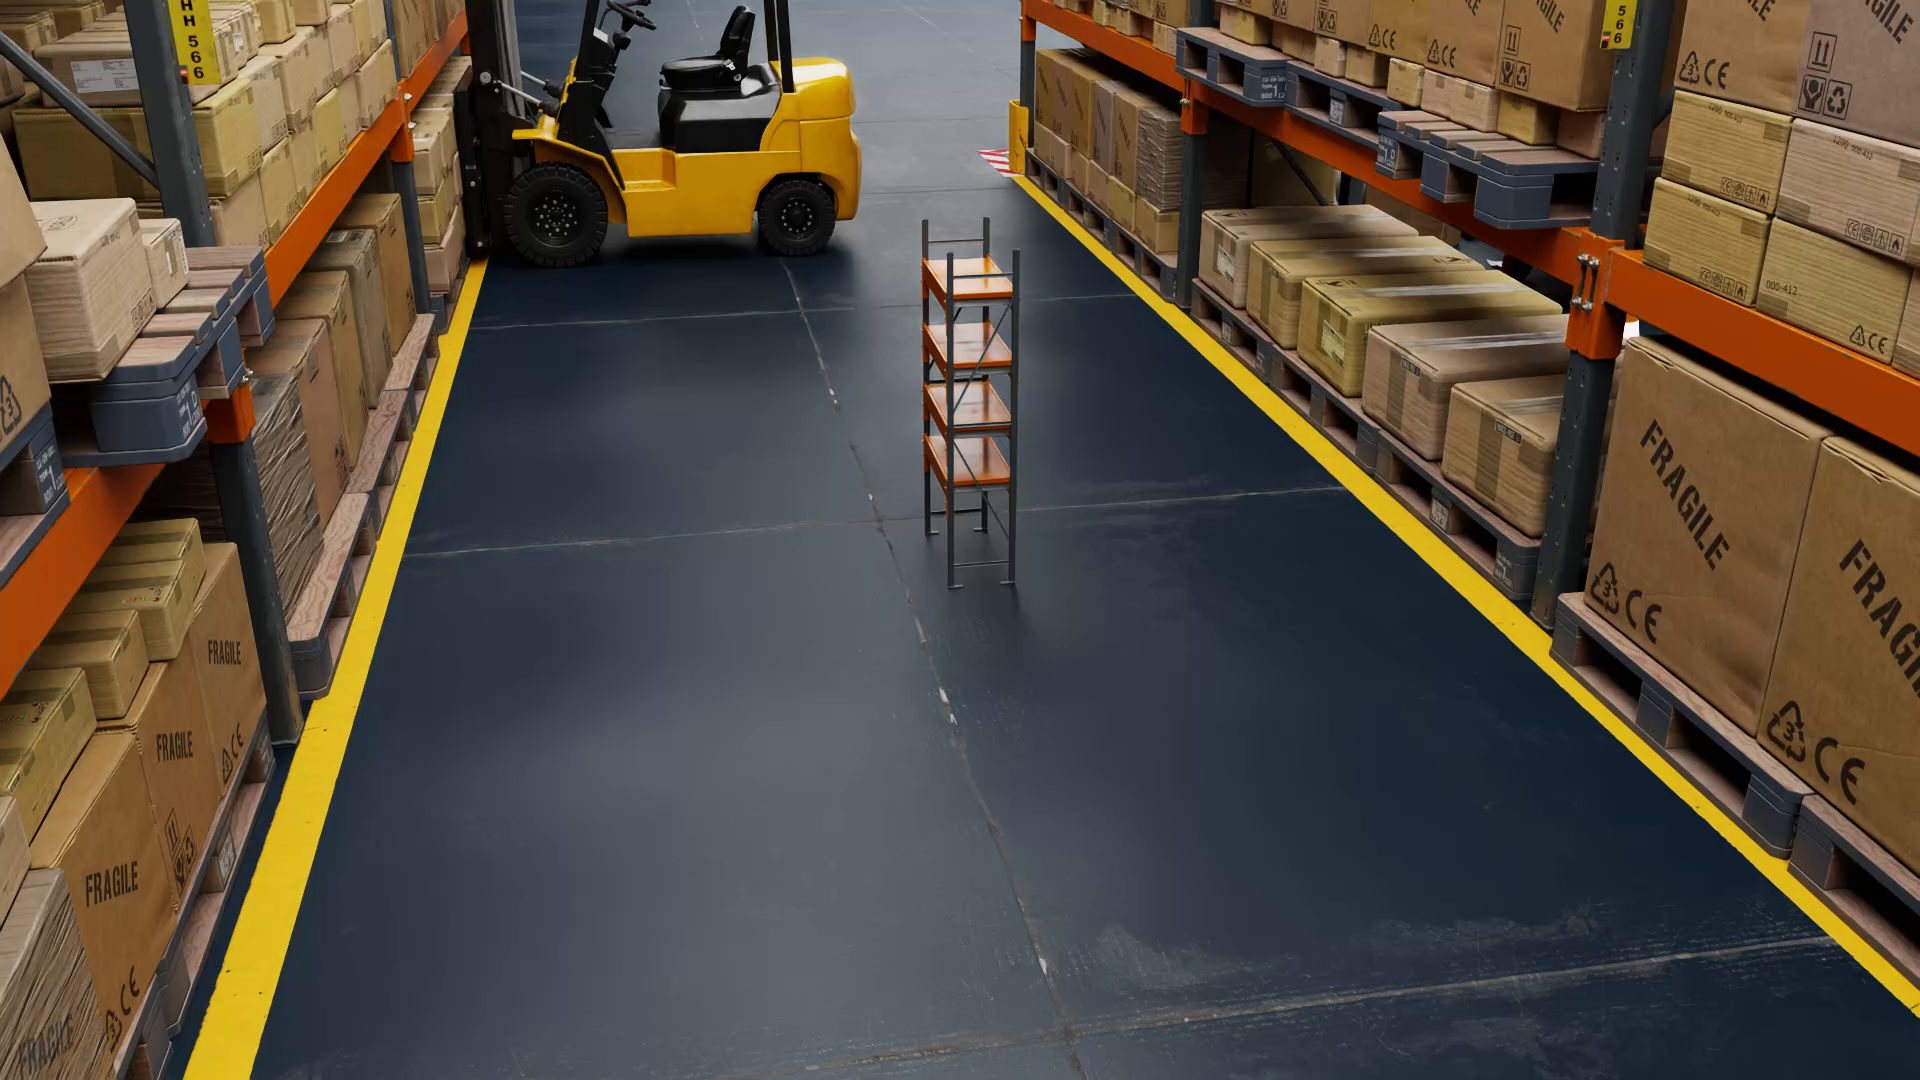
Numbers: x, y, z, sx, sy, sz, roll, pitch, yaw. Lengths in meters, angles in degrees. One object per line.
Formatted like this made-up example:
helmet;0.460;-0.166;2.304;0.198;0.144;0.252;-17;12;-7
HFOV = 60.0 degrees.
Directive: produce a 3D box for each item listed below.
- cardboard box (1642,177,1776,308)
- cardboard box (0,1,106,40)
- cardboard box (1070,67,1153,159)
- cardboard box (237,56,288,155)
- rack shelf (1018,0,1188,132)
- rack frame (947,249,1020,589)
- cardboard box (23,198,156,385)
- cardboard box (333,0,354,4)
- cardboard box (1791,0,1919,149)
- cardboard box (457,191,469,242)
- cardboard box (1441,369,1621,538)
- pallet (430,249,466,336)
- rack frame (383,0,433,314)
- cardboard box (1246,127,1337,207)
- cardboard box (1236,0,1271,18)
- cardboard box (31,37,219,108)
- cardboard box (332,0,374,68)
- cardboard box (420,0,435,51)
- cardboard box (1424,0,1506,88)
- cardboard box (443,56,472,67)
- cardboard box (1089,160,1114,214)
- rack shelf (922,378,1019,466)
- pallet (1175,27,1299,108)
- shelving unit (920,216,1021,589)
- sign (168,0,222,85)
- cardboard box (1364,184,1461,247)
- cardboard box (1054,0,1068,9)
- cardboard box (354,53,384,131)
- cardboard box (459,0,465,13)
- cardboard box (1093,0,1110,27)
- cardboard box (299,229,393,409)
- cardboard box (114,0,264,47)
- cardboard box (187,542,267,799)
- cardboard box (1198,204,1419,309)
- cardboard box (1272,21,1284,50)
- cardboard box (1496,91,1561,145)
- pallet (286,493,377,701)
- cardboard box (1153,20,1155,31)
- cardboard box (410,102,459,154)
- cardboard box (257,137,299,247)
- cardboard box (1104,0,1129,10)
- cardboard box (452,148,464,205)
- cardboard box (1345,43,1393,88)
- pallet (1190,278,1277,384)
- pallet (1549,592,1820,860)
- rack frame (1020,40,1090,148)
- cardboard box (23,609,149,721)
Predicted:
cardboard box;2.280;-0.846;4.626;0.500;0.250;0.500;-5;24;-11
cardboard box;-2.932;-1.614;5.262;0.380;0.149;0.250;-4;24;-10
cardboard box;1.025;-2.798;10.883;0.500;0.500;0.500;-4;24;-9
cardboard box;-2.374;-1.307;5.057;0.500;0.250;0.500;-4;24;-8
rack shelf;1.327;-3.156;10.627;1.077;0.370;4.000;-4;24;-10
rack frame;0.076;-0.389;5.641;0.240;1.200;0.015;-4;24;-10
cardboard box;-1.928;-0.489;3.286;0.500;0.250;0.500;-5;24;-12
cardboard box;-2.661;-2.261;6.744;0.380;0.149;0.250;-5;24;-11
cardboard box;2.388;-1.223;3.929;0.500;0.500;0.500;-4;24;-10
cardboard box;-3.164;-1.877;9.710;0.500;0.250;0.500;-4;24;-9
cardboard box;2.342;-0.337;6.032;0.950;0.372;0.625;-6;24;-13
pallet;-3.287;-1.368;9.119;1.003;0.211;1.213;-4;24;-10
rack frame;-3.181;-2.330;7.837;1.000;3.000;0.127;-4;24;-10
cardboard box;1.853;-2.227;9.575;0.500;0.500;0.500;-3;24;-7
cardboard box;1.595;-2.671;7.596;0.500;0.500;0.500;-4;24;-10
cardboard box;-2.211;-1.247;4.422;0.380;0.149;0.250;-4;24;-8
cardboard box;-2.736;-2.114;6.906;0.500;0.250;0.500;-5;24;-11
cardboard box;-3.213;-2.973;9.183;0.500;0.500;0.500;-5;24;-10
cardboard box;1.973;-1.861;5.742;0.500;0.500;0.500;-5;24;-11
cardboard box;-3.529;-3.136;11.344;0.500;0.250;0.500;-4;24;-8
cardboard box;1.125;-2.253;10.572;0.500;0.250;0.500;-4;24;-9
rack shelf;0.031;-0.423;5.888;0.258;0.148;0.480;-4;24;-10
pallet;1.695;-2.300;8.007;1.003;0.211;1.213;-4;24;-10
shelving unit;0.031;-0.485;5.861;0.258;1.200;0.503;-4;24;-10
sign;-1.909;-1.295;4.120;0.100;0.325;0.005;-4;24;-10
cardboard box;2.836;-2.077;10.377;0.500;0.500;0.500;13;27;27
cardboard box;0.848;-3.696;11.280;0.380;0.149;0.250;-4;24;-9
cardboard box;-2.732;-1.885;7.006;0.500;0.250;0.500;-4;24;-10
cardboard box;-3.571;-3.775;11.021;0.500;0.500;0.500;-5;24;-11
cardboard box;1.046;-3.288;10.346;0.380;0.149;0.250;-4;24;-9
cardboard box;-2.937;-0.924;7.060;0.875;0.625;0.625;-5;24;-10
cardboard box;-2.470;-1.650;5.344;0.380;0.149;0.250;-4;24;-9
cardboard box;-2.152;0.347;4.307;0.500;0.500;0.500;-4;24;-8
cardboard box;1.796;-1.481;8.652;0.950;0.372;0.625;-4;24;-9
cardboard box;1.654;-2.331;7.628;0.380;0.149;0.250;-3;24;-6
cardboard box;2.024;-1.415;5.530;0.380;0.149;0.250;-4;24;-9
pallet;-2.555;0.194;5.541;1.003;0.211;1.213;-4;24;-10
cardboard box;1.313;-2.894;9.442;0.380;0.149;0.250;-4;24;-9
cardboard box;-3.150;-2.331;9.501;0.500;0.250;0.500;-3;24;-8
cardboard box;-2.371;-1.079;5.160;0.500;0.250;0.500;-5;24;-11
cardboard box;1.168;-3.443;9.889;0.500;0.500;0.500;-4;24;-8
cardboard box;-3.143;-2.101;9.600;0.500;0.250;0.500;-5;24;-10
cardboard box;1.780;-1.918;6.683;0.380;0.149;0.250;-5;24;-11
pallet;1.842;-1.115;8.539;1.003;0.211;1.213;-4;24;-10
pallet;2.508;0.468;4.915;1.003;0.211;1.213;-4;24;-10
rack frame;0.957;-4.272;12.284;1.000;3.000;0.127;-4;24;-10
cardboard box;-2.015;0.286;3.634;0.380;0.149;0.250;-5;24;-12
